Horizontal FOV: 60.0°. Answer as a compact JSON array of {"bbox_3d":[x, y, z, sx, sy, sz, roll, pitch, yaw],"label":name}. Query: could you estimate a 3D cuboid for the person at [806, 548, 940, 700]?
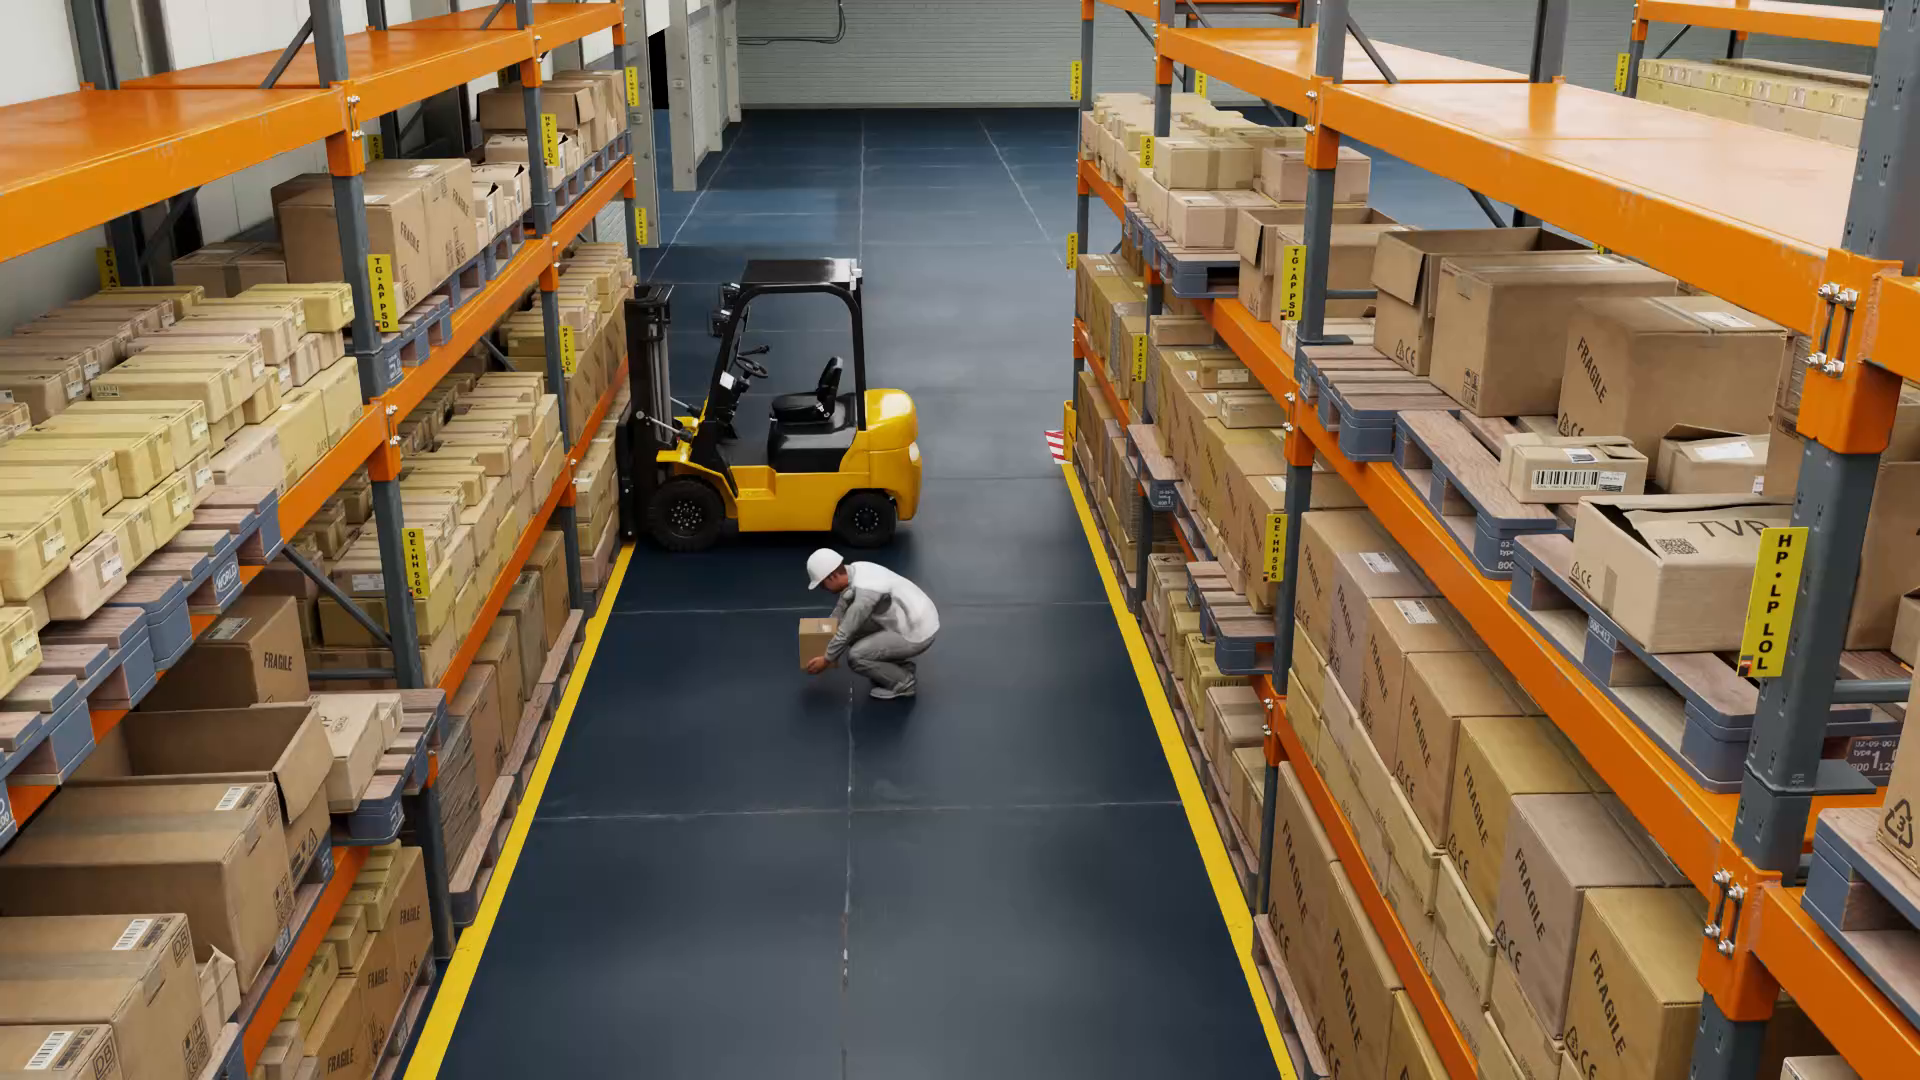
[{"bbox_3d":[-0.571,0.510,10.779,0.873,1.005,0.537,-1,20,-3],"label":"person"}]
